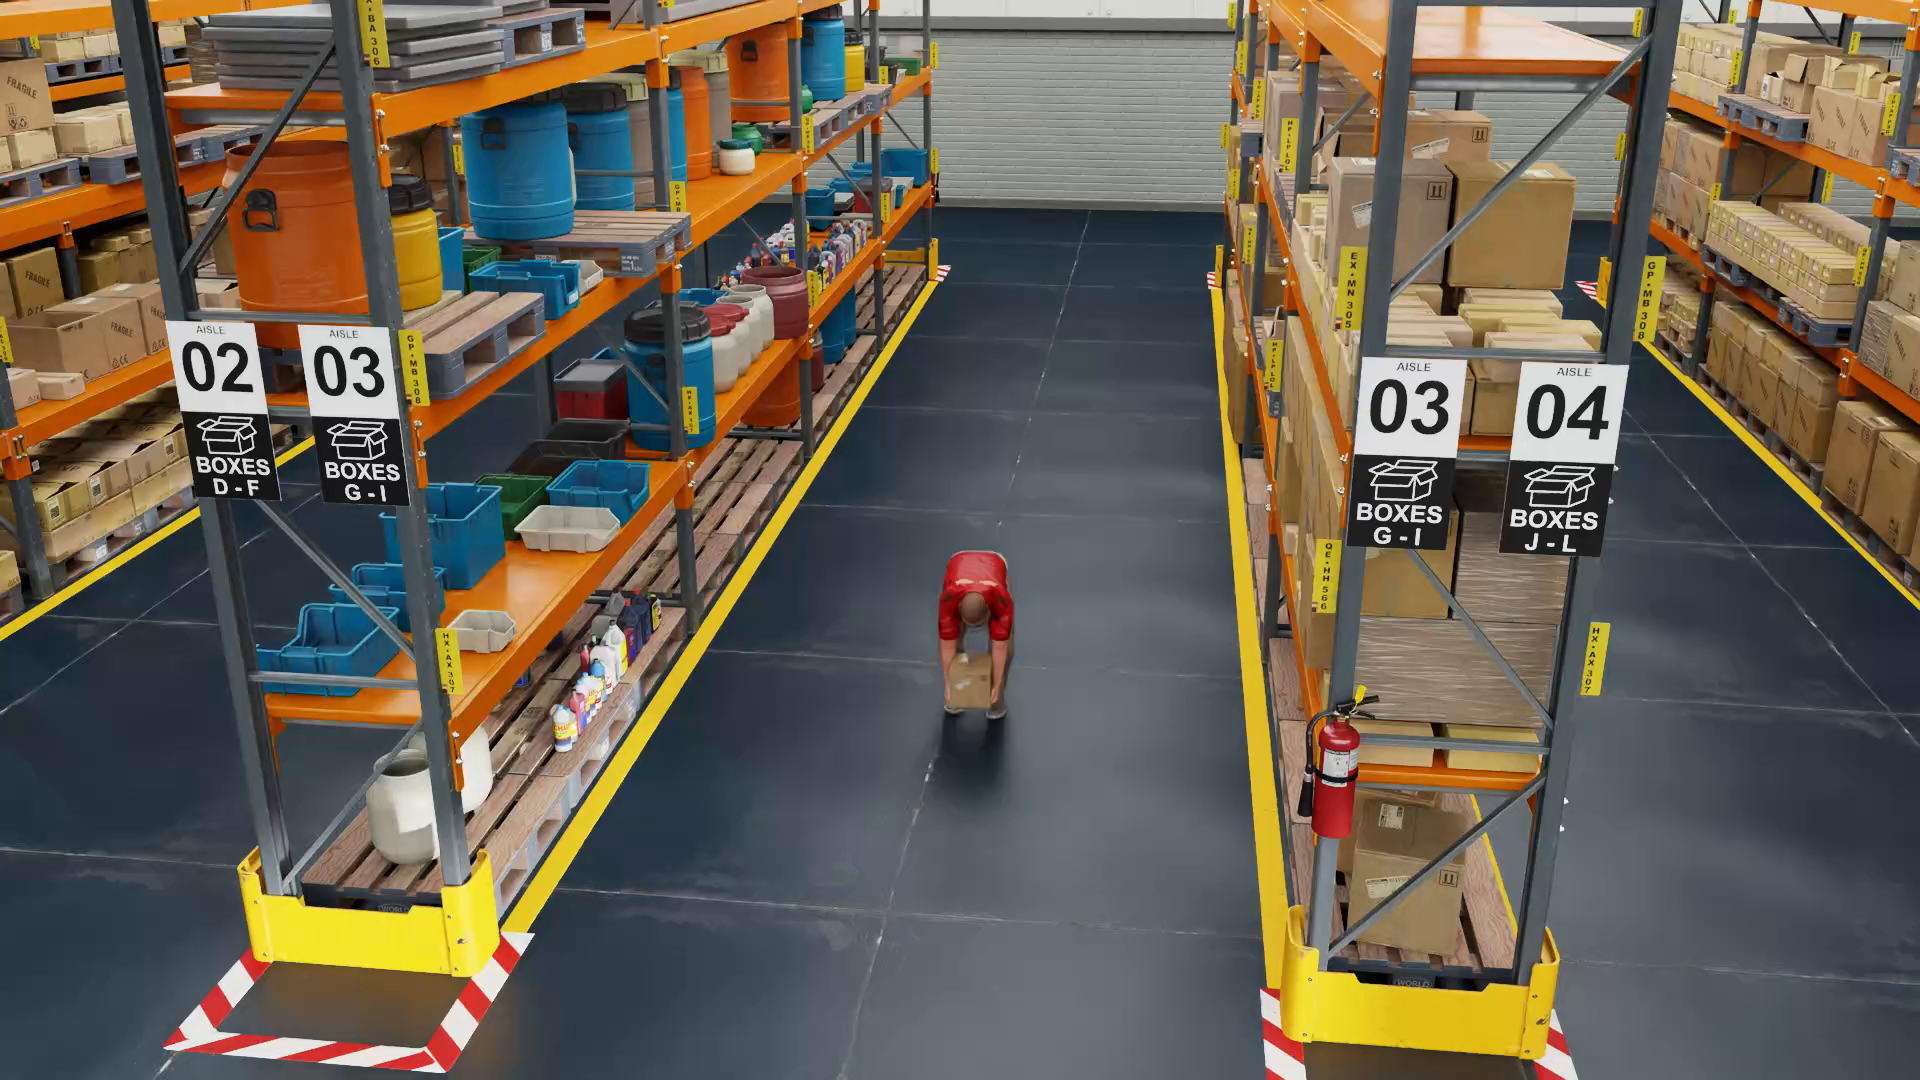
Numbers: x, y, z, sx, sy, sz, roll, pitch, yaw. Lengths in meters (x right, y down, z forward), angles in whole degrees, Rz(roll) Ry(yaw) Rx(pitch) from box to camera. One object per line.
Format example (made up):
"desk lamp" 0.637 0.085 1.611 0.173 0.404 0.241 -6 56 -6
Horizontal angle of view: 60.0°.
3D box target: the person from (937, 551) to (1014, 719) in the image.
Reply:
"person" 0.089 0.649 10.348 0.489 1.063 0.961 2 21 4
